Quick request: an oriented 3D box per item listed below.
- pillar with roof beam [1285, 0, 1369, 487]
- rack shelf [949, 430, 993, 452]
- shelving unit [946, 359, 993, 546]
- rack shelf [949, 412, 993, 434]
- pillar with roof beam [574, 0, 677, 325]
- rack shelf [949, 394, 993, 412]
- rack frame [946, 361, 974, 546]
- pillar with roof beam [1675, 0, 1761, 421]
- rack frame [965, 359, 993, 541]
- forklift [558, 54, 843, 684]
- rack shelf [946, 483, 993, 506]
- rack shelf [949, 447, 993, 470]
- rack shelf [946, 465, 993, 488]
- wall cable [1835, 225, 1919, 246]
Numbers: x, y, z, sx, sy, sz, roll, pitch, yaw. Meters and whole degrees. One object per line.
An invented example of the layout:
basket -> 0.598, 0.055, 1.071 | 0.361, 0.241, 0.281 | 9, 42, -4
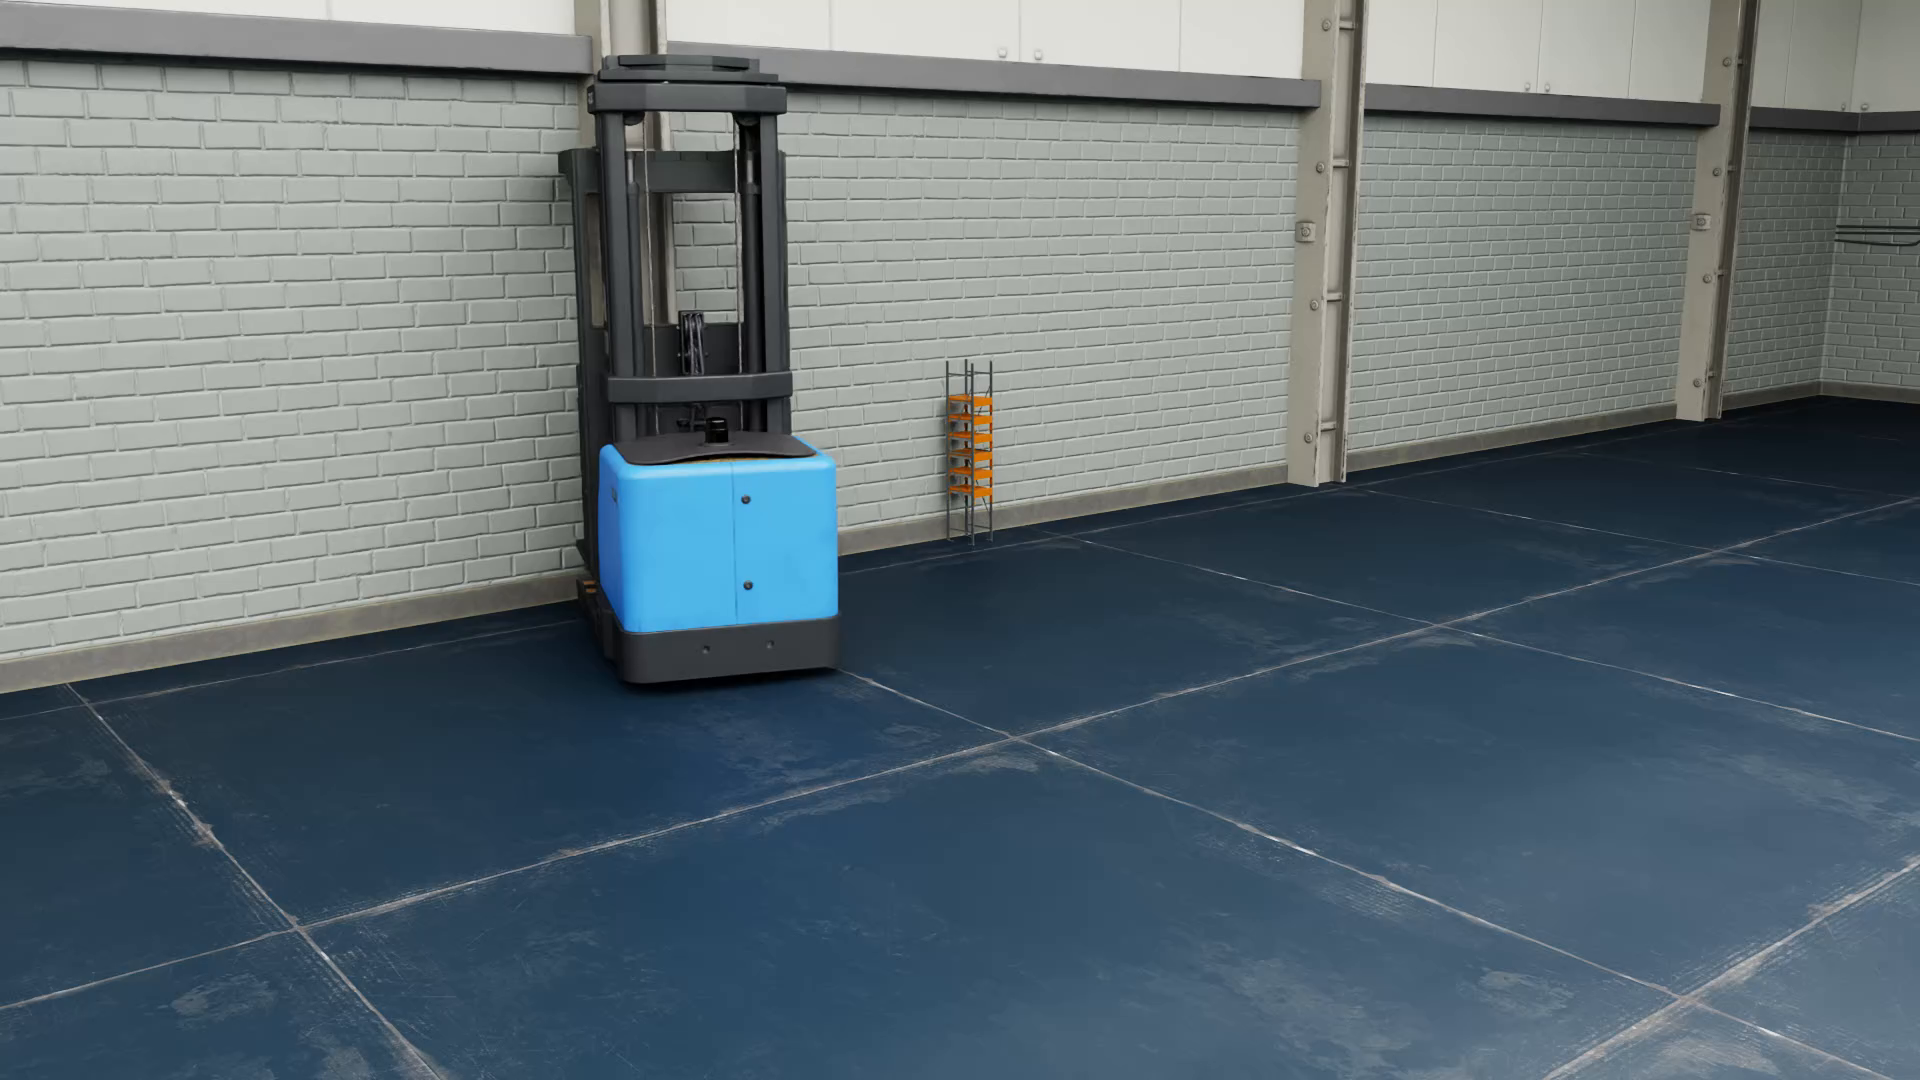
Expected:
pillar with roof beam -> 5.537, -4.171, 9.108 | 0.400, 9.000, 9.100 | -9, 15, -38
rack shelf -> 0.062, -0.655, 10.958 | 0.258, 0.103, 0.180 | 10, 16, 41
shelving unit -> 0.062, -0.581, 10.973 | 0.258, 1.200, 0.189 | 10, 16, 41
rack shelf -> 0.061, -0.772, 10.933 | 0.258, 0.103, 0.180 | 10, 16, 41
pillar with roof beam -> 0.852, -3.393, 5.441 | 0.400, 9.000, 9.100 | -9, 15, -38
rack shelf -> 0.061, -0.890, 10.908 | 0.258, 0.103, 0.180 | 10, 16, 41
rack frame -> 0.000, -0.567, 10.907 | 0.240, 1.200, 0.006 | 10, 16, 41
pillar with roof beam -> 10.222, -4.950, 12.774 | 0.400, 9.000, 9.100 | -9, 15, -38
rack frame -> 0.124, -0.595, 11.040 | 0.240, 1.200, 0.006 | 10, 16, 41
forklift -> -1.511, -1.028, 8.914 | 1.130, 2.935, 3.031 | -4, 13, -18
rack shelf -> 0.063, -0.303, 11.032 | 0.258, 0.103, 0.180 | 10, 16, 41
rack shelf -> 0.062, -0.538, 10.983 | 0.258, 0.103, 0.180 | 10, 16, 41
rack shelf -> 0.063, -0.420, 11.008 | 0.258, 0.103, 0.180 | 10, 16, 41
wall cable -> 10.659, -4.297, 17.175 | 0.112, 2.526, 3.097 | -9, 15, -38
